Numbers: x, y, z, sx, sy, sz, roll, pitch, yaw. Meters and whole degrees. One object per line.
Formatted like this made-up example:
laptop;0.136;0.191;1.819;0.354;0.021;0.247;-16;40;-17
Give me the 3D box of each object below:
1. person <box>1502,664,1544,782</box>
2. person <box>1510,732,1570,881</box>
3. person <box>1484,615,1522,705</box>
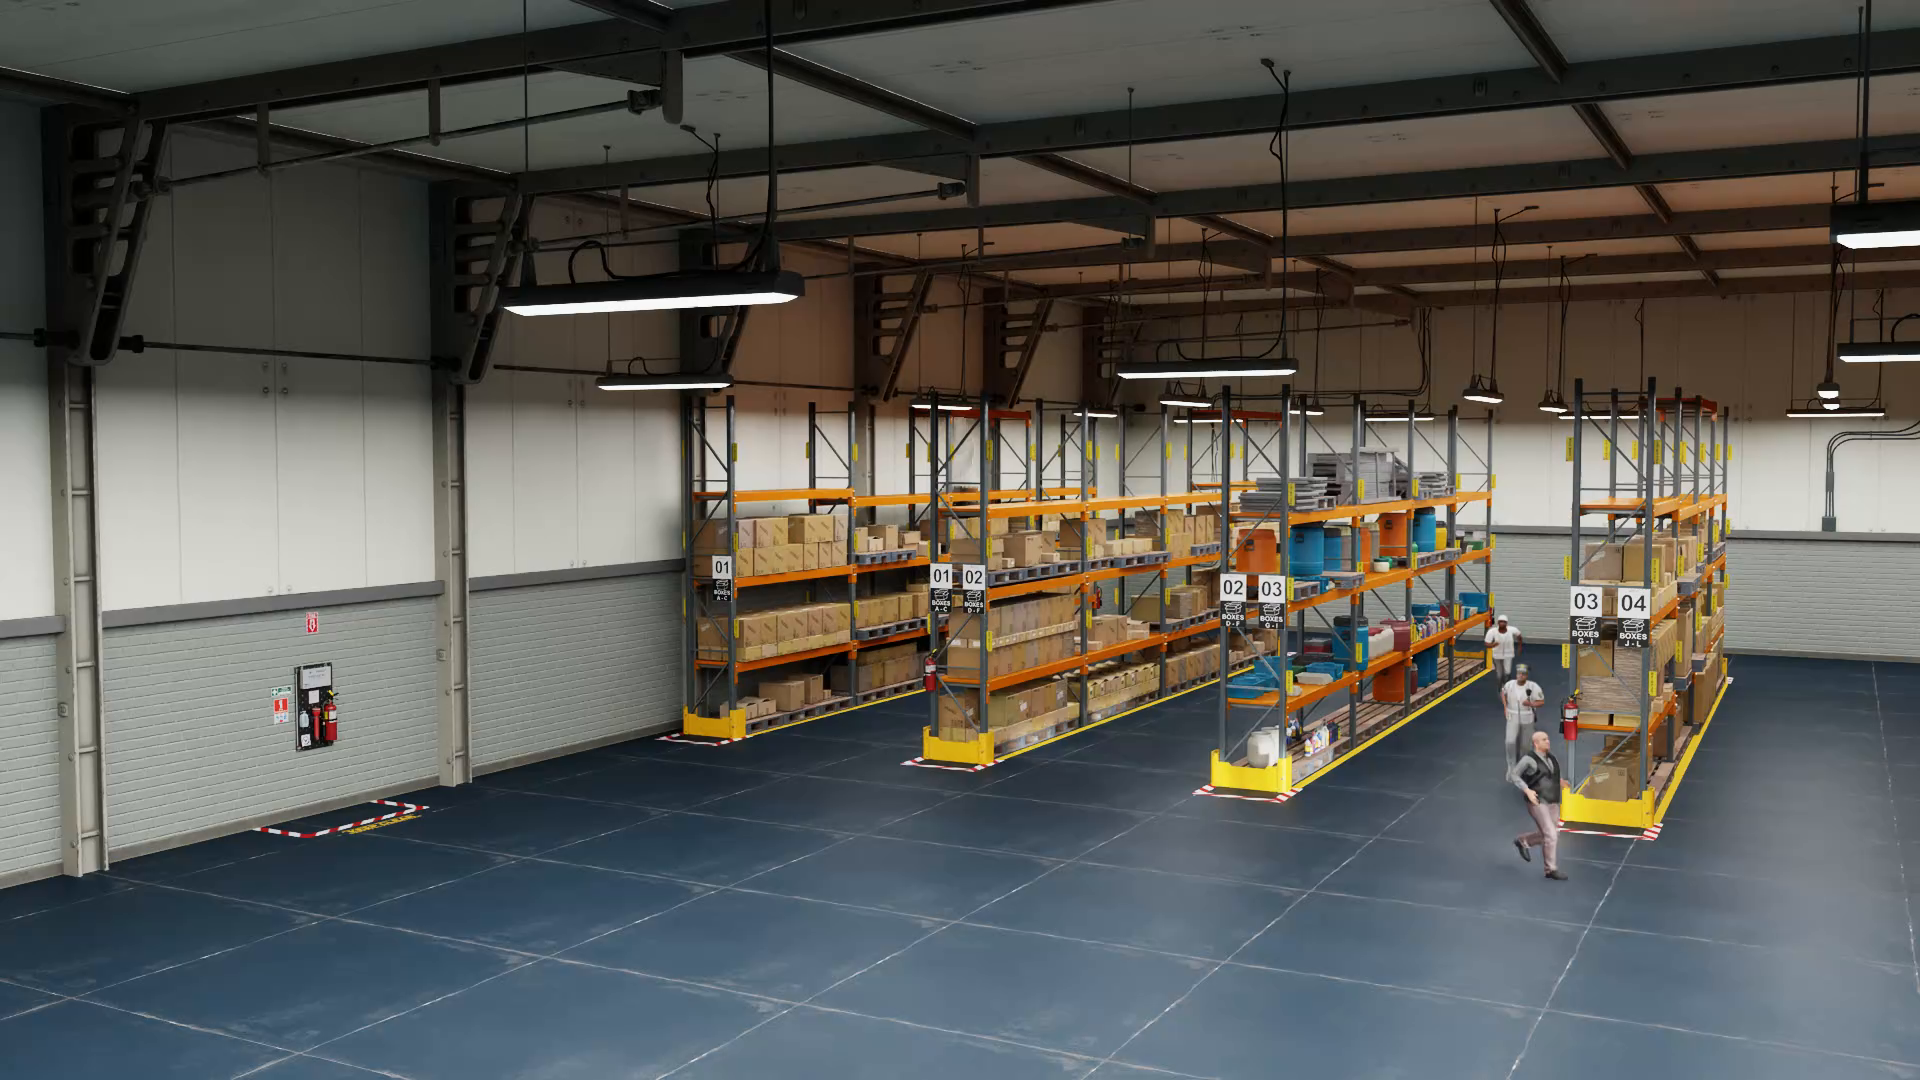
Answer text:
person;8.618;2.797;25.478;0.636;1.837;0.829;1;3;22
person;6.868;3.115;19.682;0.669;1.697;0.875;-2;3;-30
person;10.871;2.380;33.296;0.728;1.790;0.840;1;3;16
